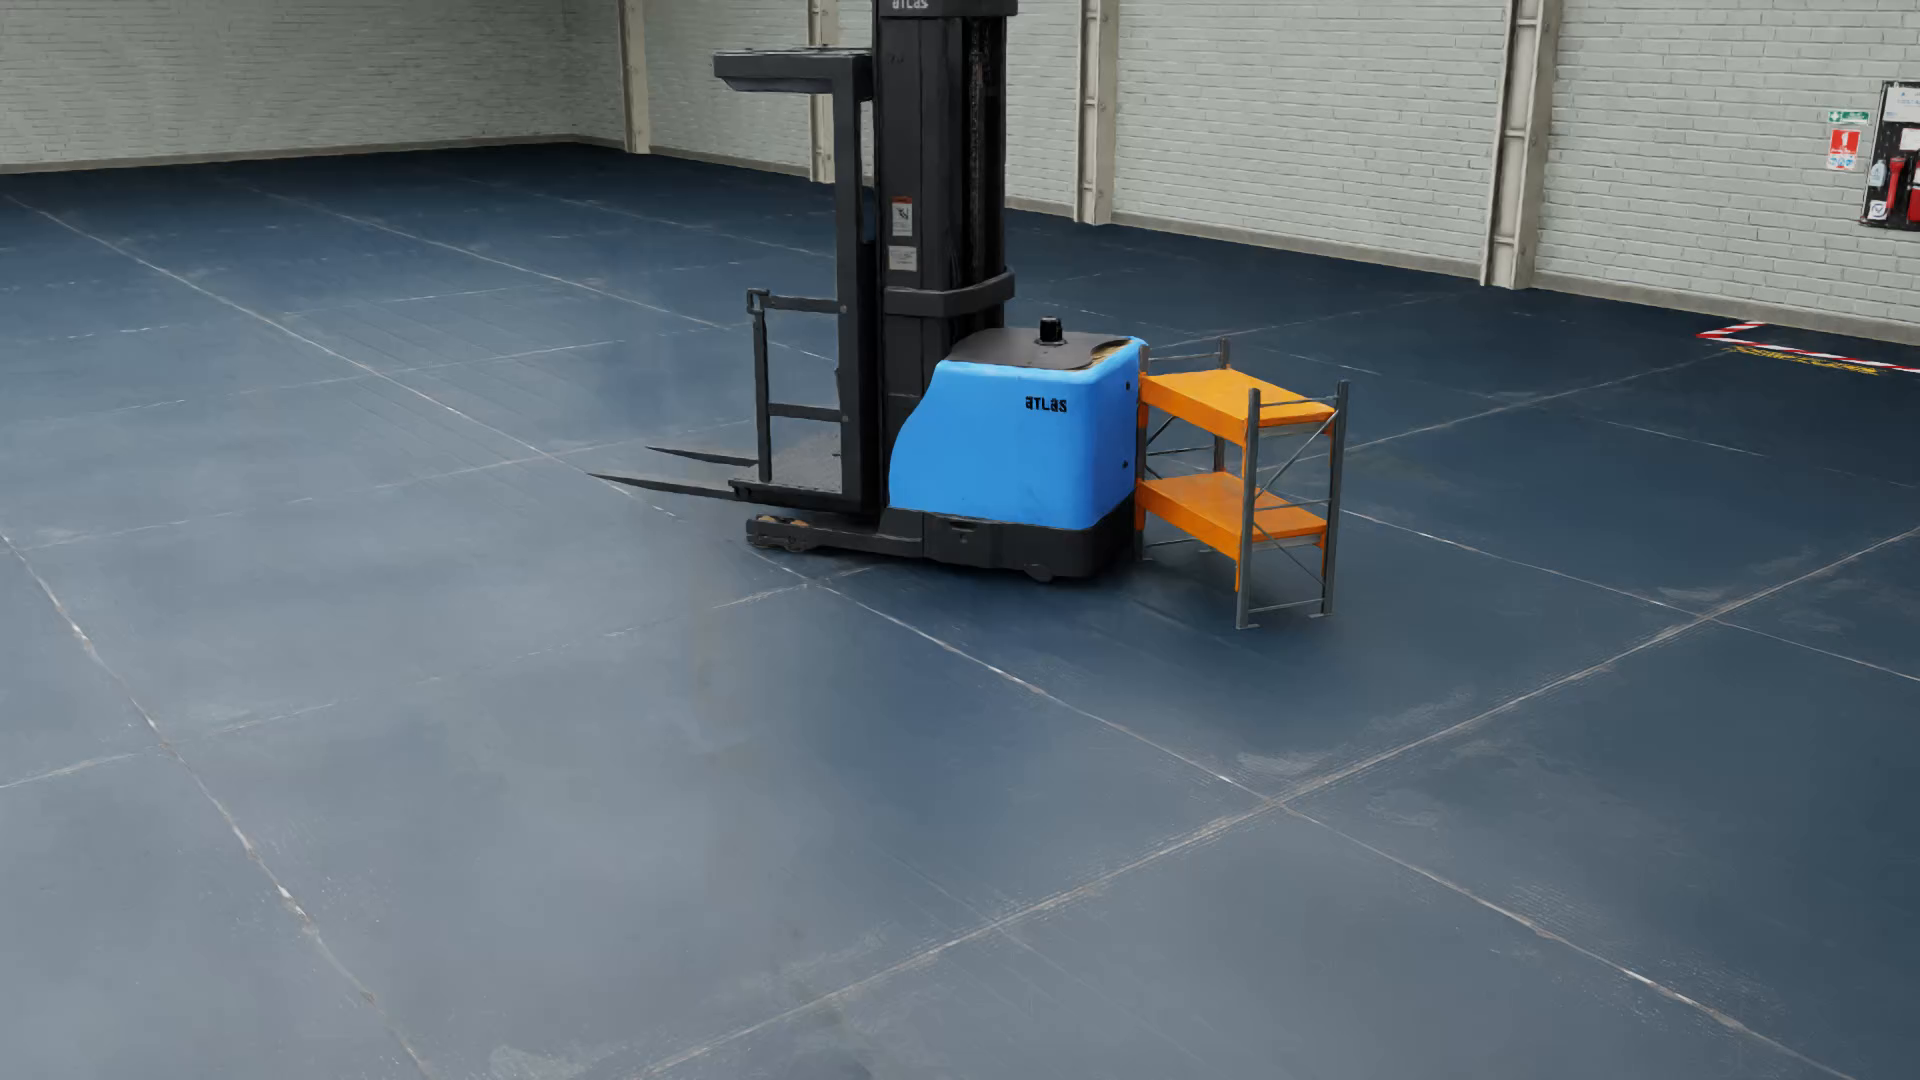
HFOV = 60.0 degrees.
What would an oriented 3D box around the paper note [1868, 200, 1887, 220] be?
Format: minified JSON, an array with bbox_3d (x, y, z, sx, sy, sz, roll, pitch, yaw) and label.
[{"bbox_3d":[7.566,-2.717,13.697,0.016,0.148,0.142,-14,23,-36],"label":"paper note"}]

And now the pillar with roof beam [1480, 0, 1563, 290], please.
[{"bbox_3d":[2.026,-5.948,12.509,9.100,9.000,0.400,-14,23,-36],"label":"pillar with roof beam"}]

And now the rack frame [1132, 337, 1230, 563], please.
[{"bbox_3d":[1.118,-0.451,8.434,0.500,1.125,0.032,-7,20,-21],"label":"rack frame"}]

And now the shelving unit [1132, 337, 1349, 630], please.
[{"bbox_3d":[1.311,-0.303,7.987,0.538,1.125,1.048,-7,20,-21],"label":"shelving unit"}]

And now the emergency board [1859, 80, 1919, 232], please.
[{"bbox_3d":[7.622,-3.078,13.386,0.194,1.169,0.643,-14,23,-36],"label":"emergency board"}]

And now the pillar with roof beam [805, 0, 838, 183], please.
[{"bbox_3d":[-5.424,-8.905,21.439,9.100,9.000,0.400,-14,23,-36],"label":"pillar with roof beam"}]

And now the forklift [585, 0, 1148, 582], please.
[{"bbox_3d":[-0.573,-1.468,8.633,3.031,2.935,1.130,8,20,22],"label":"forklift"}]

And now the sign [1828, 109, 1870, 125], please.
[{"bbox_3d":[7.355,-3.500,13.761,0.001,0.109,0.331,-14,23,-36],"label":"sign"}]

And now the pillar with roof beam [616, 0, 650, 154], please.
[{"bbox_3d":[-9.150,-10.383,25.904,9.100,9.000,0.400,-14,23,-36],"label":"pillar with roof beam"}]

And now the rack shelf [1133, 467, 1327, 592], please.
[{"bbox_3d":[1.311,-0.071,8.064,0.538,0.278,1.000,-7,20,-21],"label":"rack shelf"}]

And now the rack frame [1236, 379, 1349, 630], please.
[{"bbox_3d":[1.504,-0.155,7.541,0.500,1.125,0.032,-7,20,-21],"label":"rack frame"}]

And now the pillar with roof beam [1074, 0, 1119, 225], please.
[{"bbox_3d":[-1.699,-7.426,16.974,9.100,9.000,0.400,-14,23,-36],"label":"pillar with roof beam"}]

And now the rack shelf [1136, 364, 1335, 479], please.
[{"bbox_3d":[1.311,-0.581,7.895,0.538,0.278,1.000,-7,20,-21],"label":"rack shelf"}]

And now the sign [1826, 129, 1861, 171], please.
[{"bbox_3d":[7.359,-3.251,13.853,0.001,0.329,0.234,-14,23,-36],"label":"sign"}]
